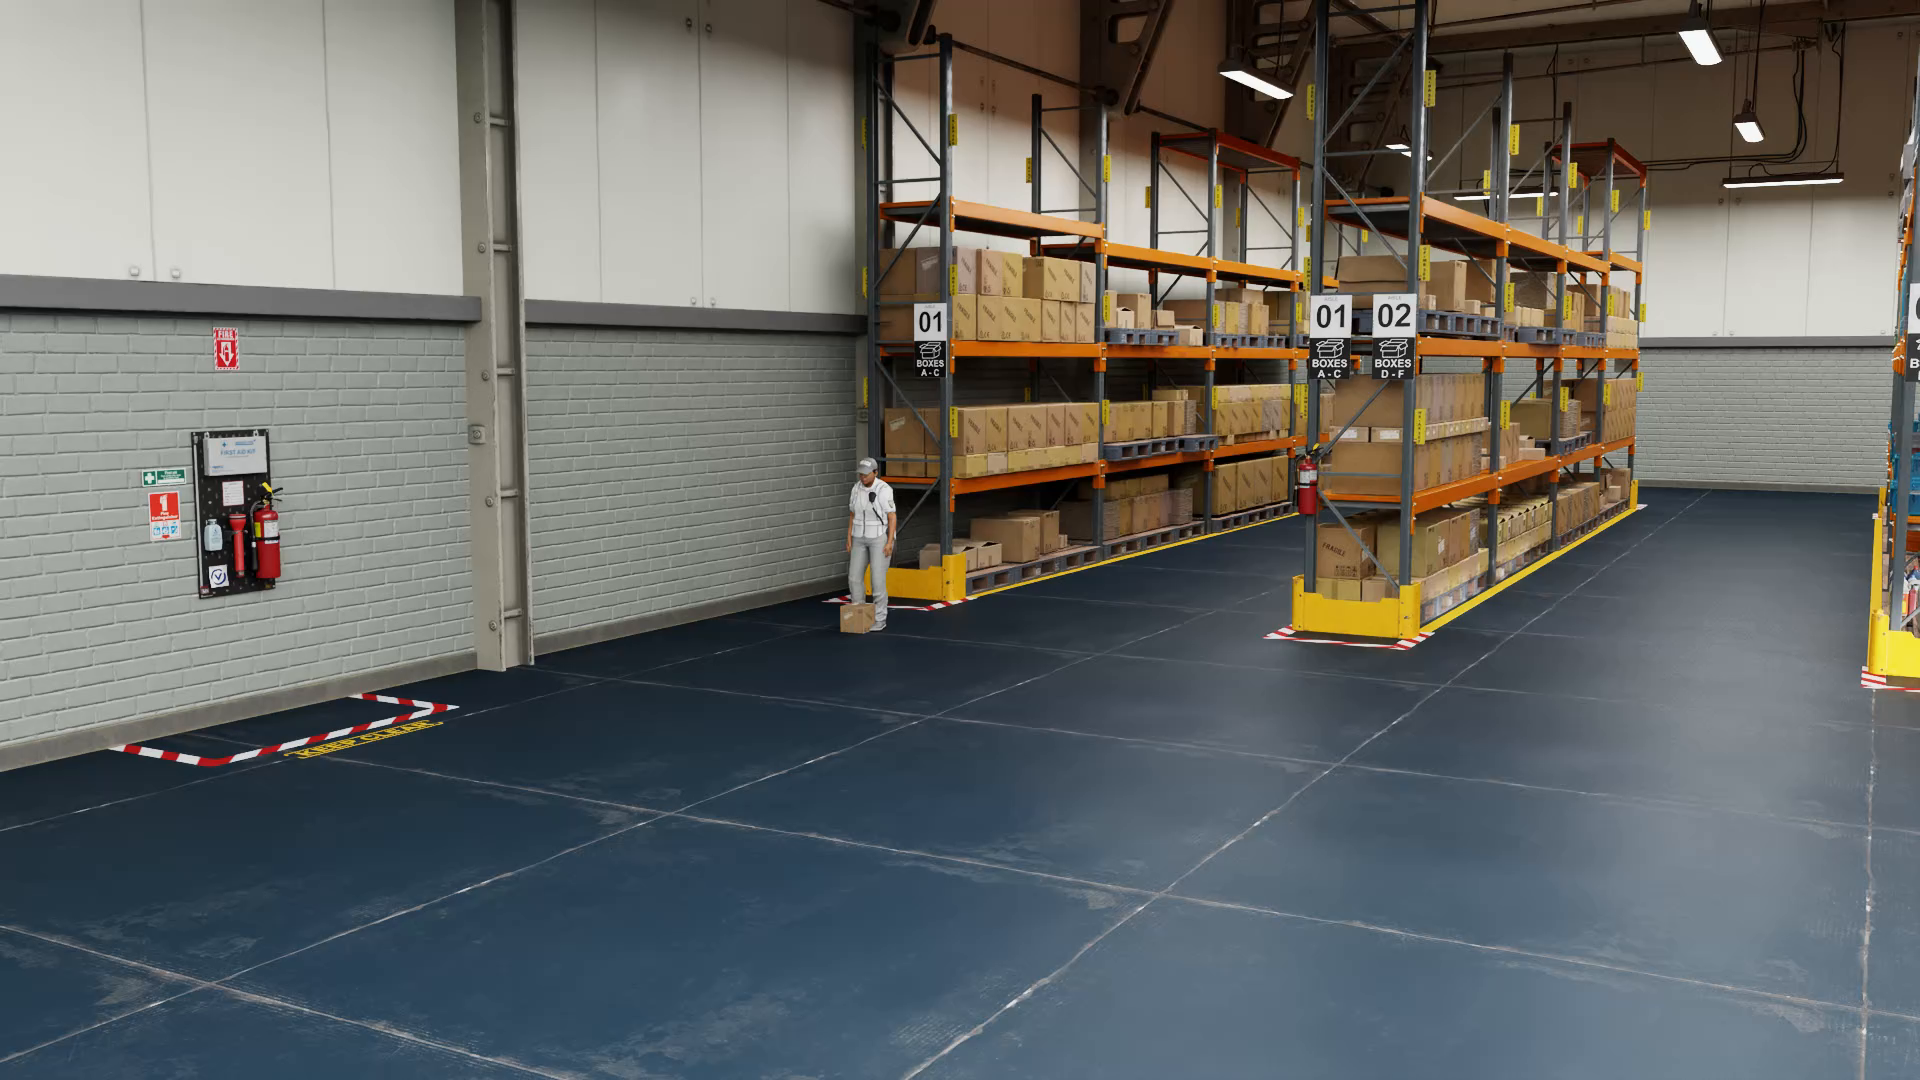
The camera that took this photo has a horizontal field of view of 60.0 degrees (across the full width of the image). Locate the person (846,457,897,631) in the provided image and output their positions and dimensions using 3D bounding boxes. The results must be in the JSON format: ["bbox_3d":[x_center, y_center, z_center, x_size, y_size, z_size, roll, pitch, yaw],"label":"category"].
[{"bbox_3d":[-0.877,0.026,16.094,0.537,1.665,0.470,3,7,29],"label":"person"}]
